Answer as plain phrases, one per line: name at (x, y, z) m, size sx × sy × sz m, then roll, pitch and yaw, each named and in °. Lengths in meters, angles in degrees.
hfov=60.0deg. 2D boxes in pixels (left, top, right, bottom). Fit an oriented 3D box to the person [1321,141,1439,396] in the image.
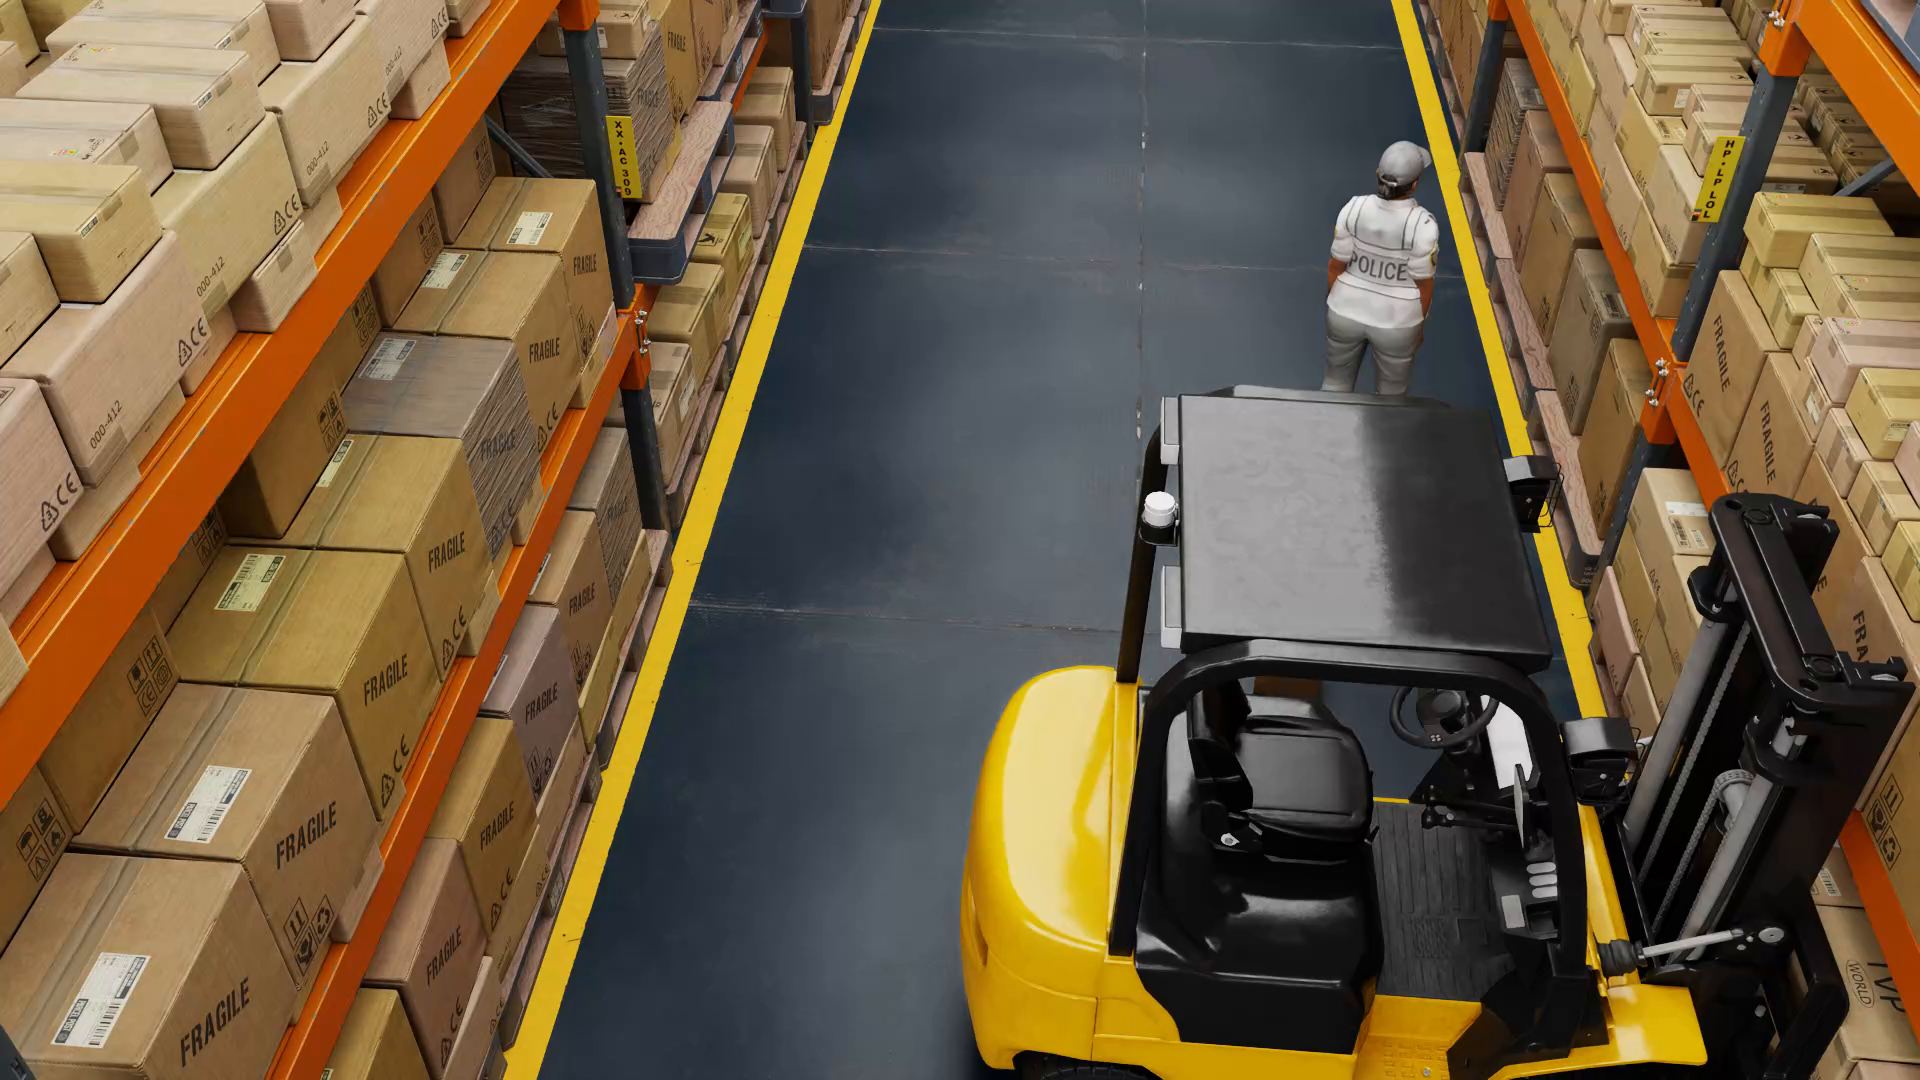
person at (1.838, -0.984, 7.317) m, size 0.481 × 1.667 × 0.388 m, roll 20°, pitch 44°, yaw 22°
